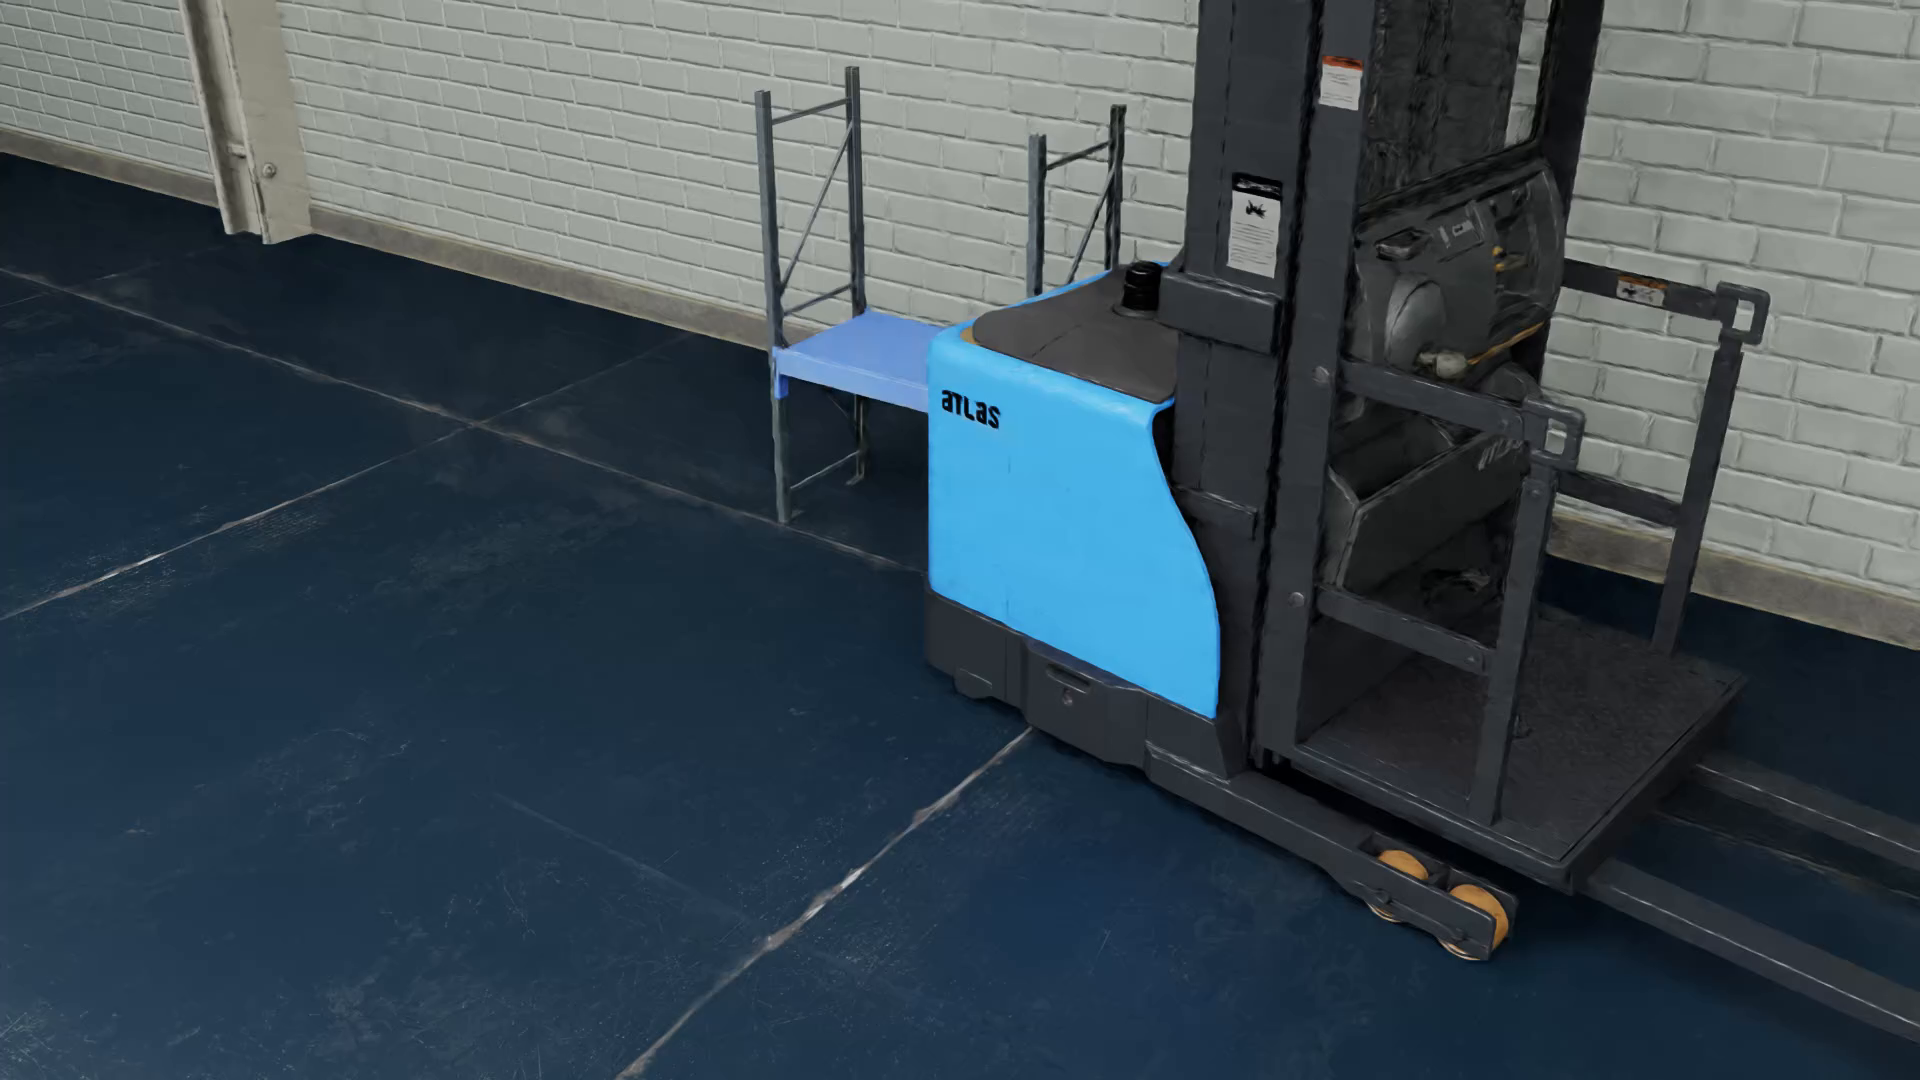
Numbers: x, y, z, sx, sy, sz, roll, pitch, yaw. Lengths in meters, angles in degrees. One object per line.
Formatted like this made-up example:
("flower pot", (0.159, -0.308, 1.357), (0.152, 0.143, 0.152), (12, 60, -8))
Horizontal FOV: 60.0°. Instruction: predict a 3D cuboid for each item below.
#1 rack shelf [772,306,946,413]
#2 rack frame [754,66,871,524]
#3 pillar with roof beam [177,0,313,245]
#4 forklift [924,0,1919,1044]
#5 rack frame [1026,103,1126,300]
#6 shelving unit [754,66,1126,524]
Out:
("rack shelf", (-0.070, -0.530, 5.534), (1.000, 0.185, 0.538), (17, 32, 30))
("rack frame", (-0.489, -0.821, 5.709), (0.032, 1.500, 0.500), (17, 32, 30))
("pillar with roof beam", (-6.180, -4.075, 3.836), (0.400, 9.000, 9.100), (17, 32, 30))
("forklift", (1.315, -0.606, 3.708), (3.031, 2.935, 1.130), (23, 35, 38))
("rack frame", (0.349, -0.560, 5.196), (0.032, 1.500, 0.500), (17, 32, 30))
("shelving unit", (-0.070, -0.690, 5.453), (1.048, 1.500, 0.538), (17, 32, 30))
